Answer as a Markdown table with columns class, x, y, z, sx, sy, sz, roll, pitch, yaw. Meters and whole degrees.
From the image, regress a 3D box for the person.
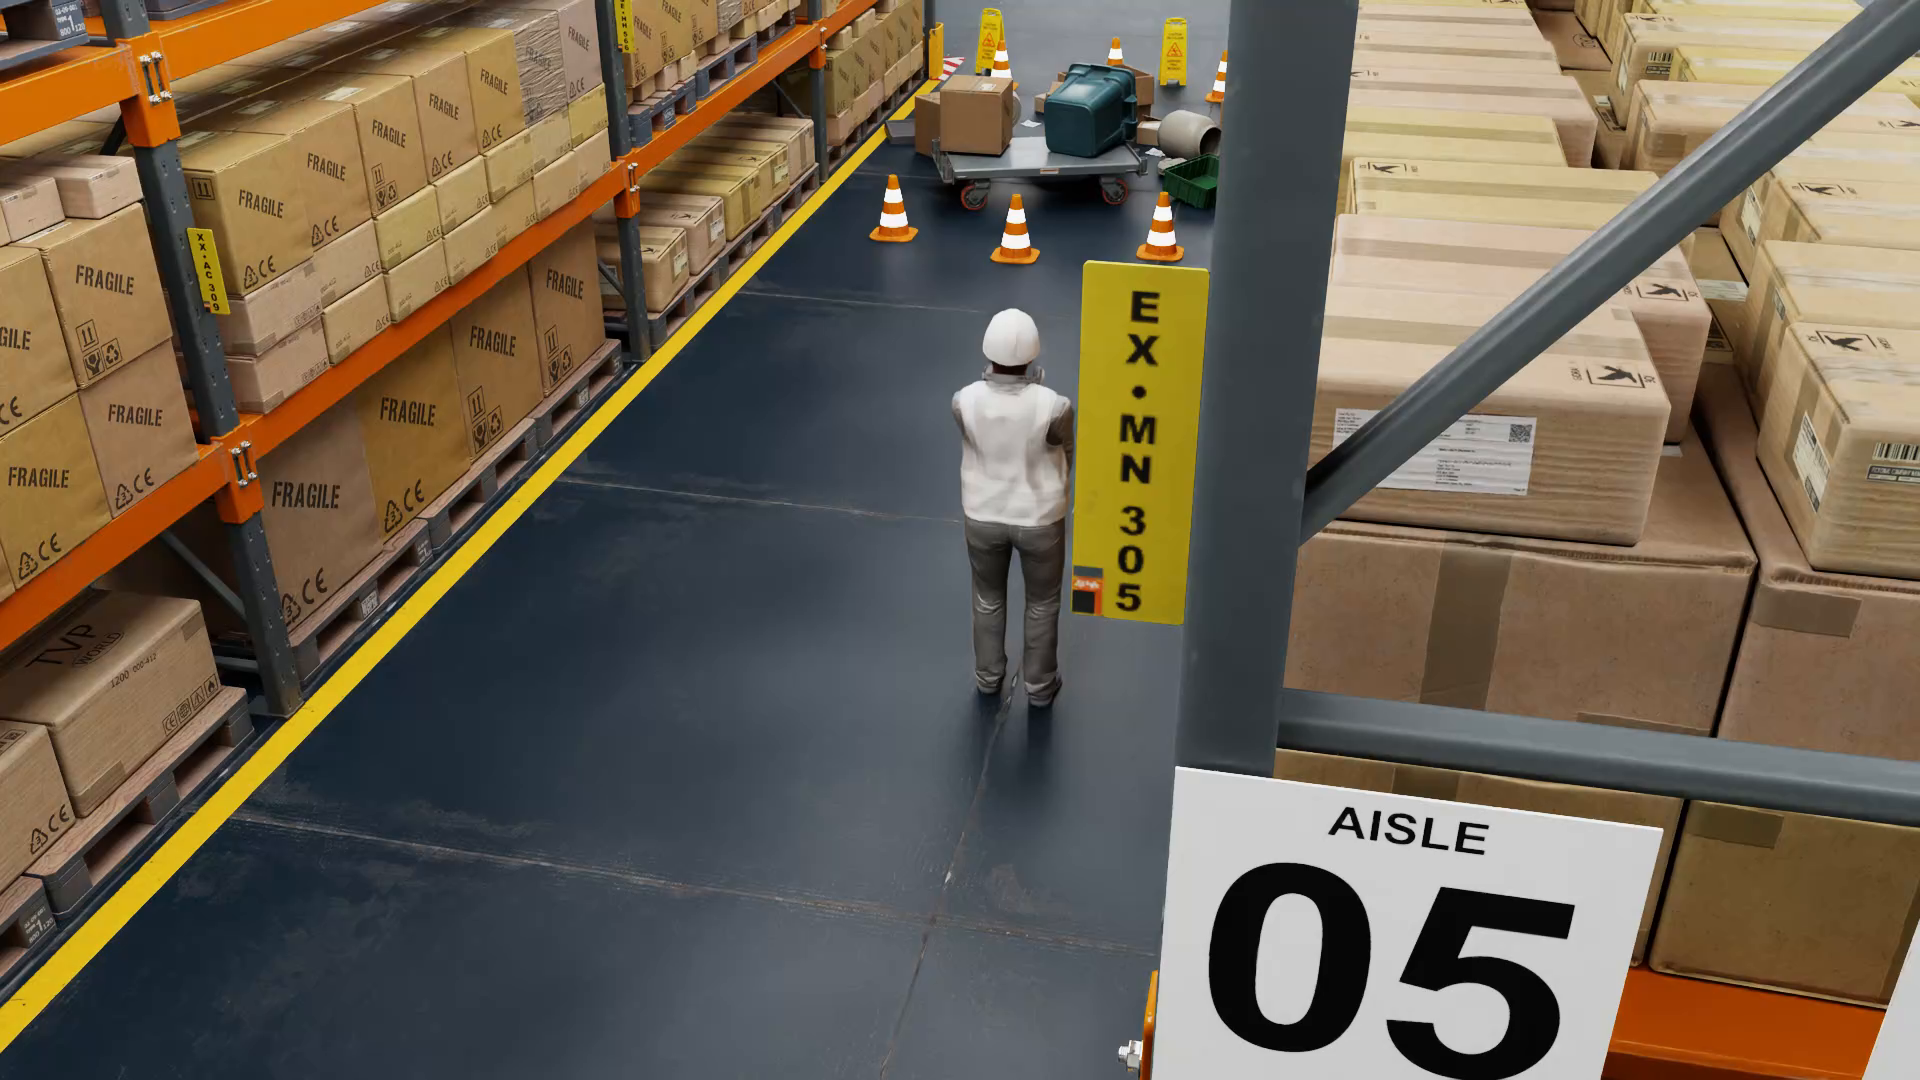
| class | x | y | z | sx | sy | sz | roll | pitch | yaw |
| --- | --- | --- | --- | --- | --- | --- | --- | --- | --- |
| person | 0.229 | -0.160 | 6.896 | 0.495 | 1.770 | 0.547 | 6 | 29 | 11 |
